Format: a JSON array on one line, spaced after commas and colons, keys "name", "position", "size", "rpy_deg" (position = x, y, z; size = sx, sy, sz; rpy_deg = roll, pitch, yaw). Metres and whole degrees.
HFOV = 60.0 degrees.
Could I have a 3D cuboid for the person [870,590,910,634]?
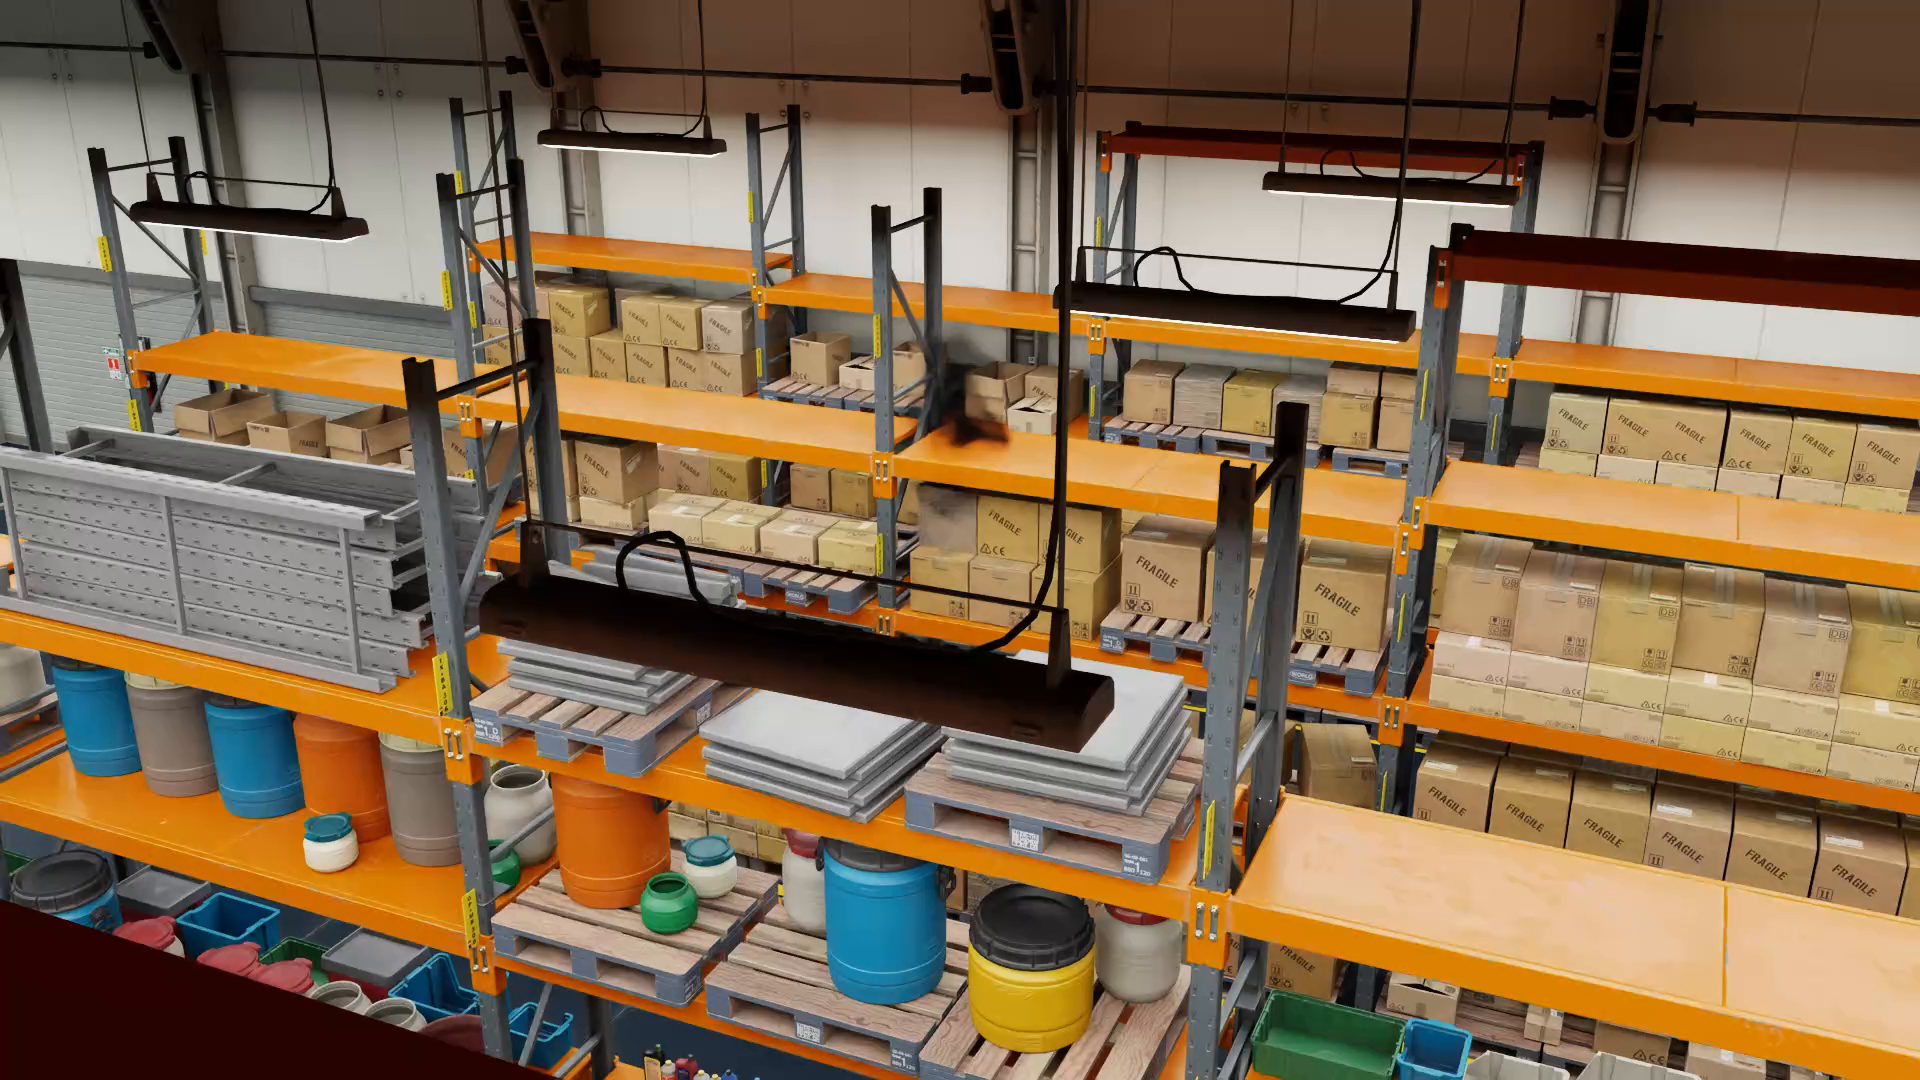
[{"name": "person", "position": [-0.746, 0.990, 16.888], "size": [0.761, 1.710, 0.575], "rpy_deg": [8, 22, 20]}]
